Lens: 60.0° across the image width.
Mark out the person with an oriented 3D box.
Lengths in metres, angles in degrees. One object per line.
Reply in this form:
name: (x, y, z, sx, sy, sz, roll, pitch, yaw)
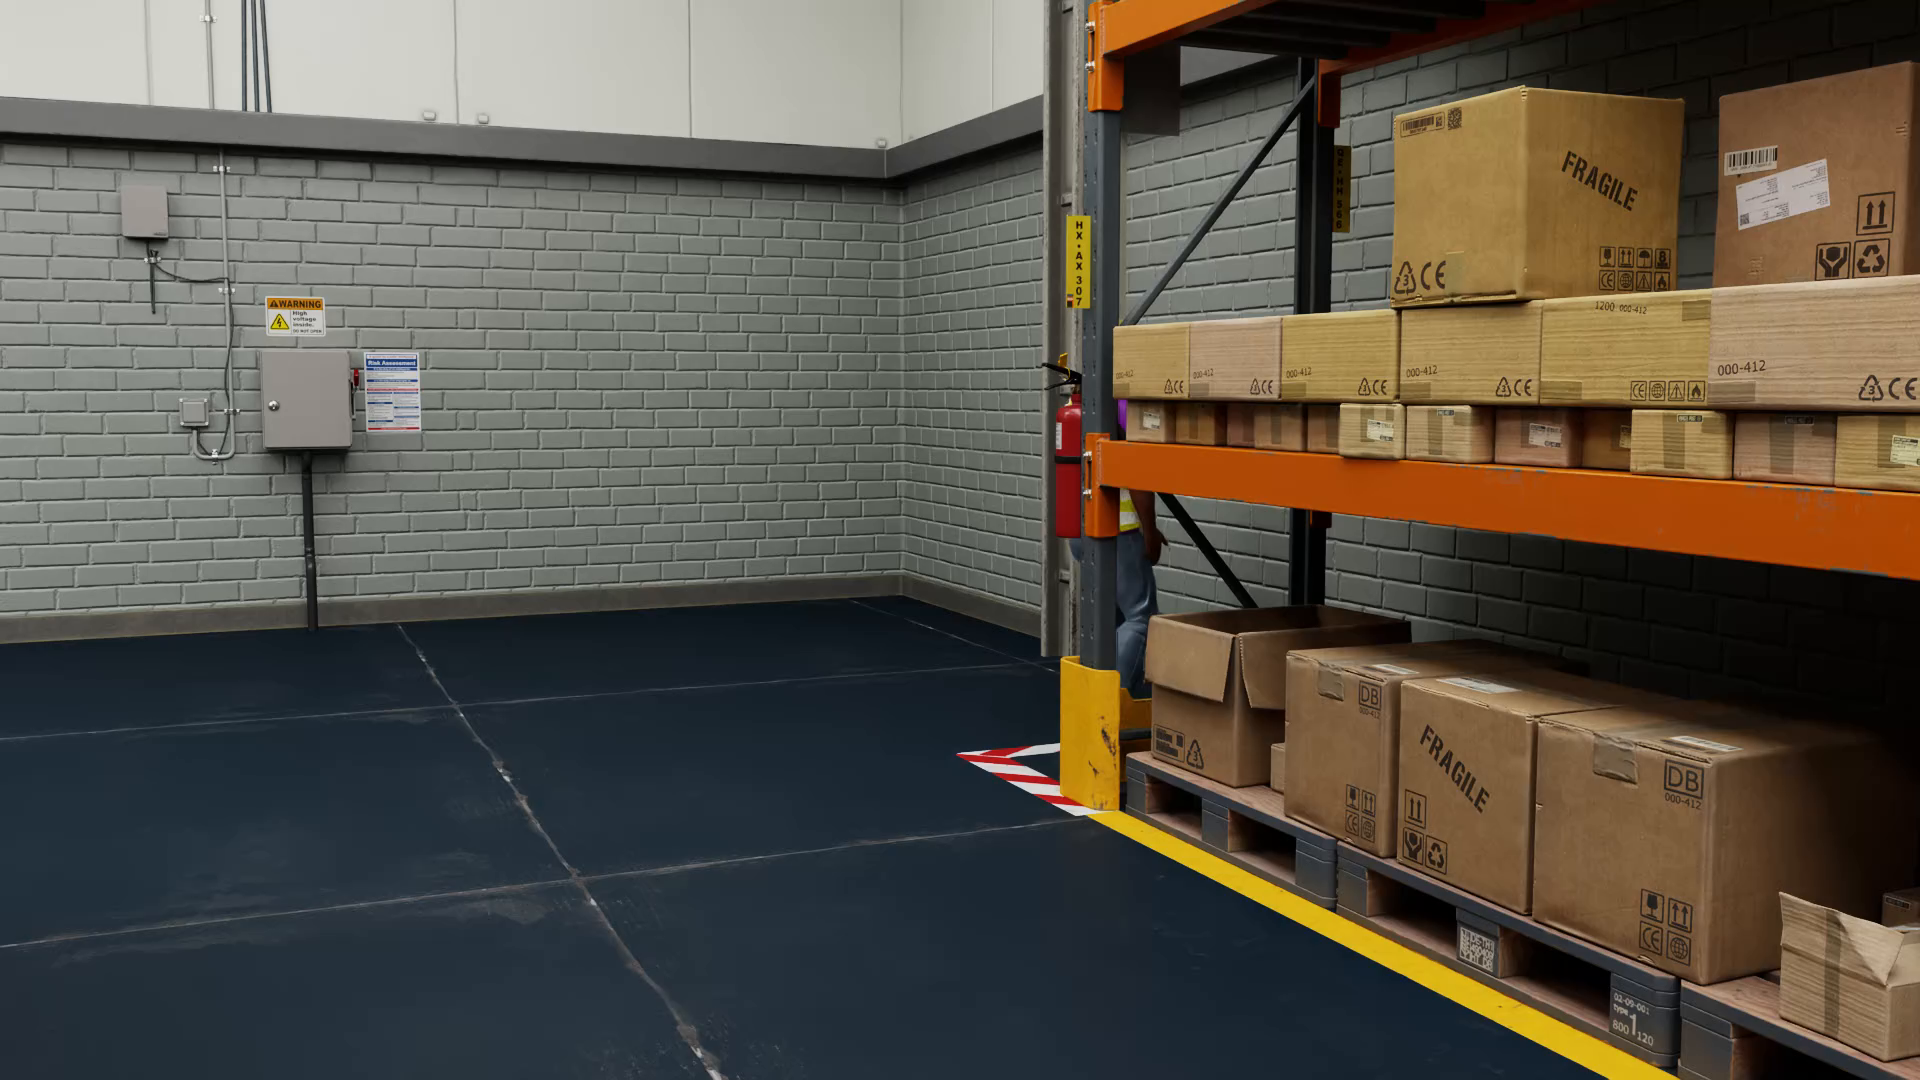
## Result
person: (0.727, 0.110, 7.418, 0.763, 1.403, 0.631, -2, 6, -24)
